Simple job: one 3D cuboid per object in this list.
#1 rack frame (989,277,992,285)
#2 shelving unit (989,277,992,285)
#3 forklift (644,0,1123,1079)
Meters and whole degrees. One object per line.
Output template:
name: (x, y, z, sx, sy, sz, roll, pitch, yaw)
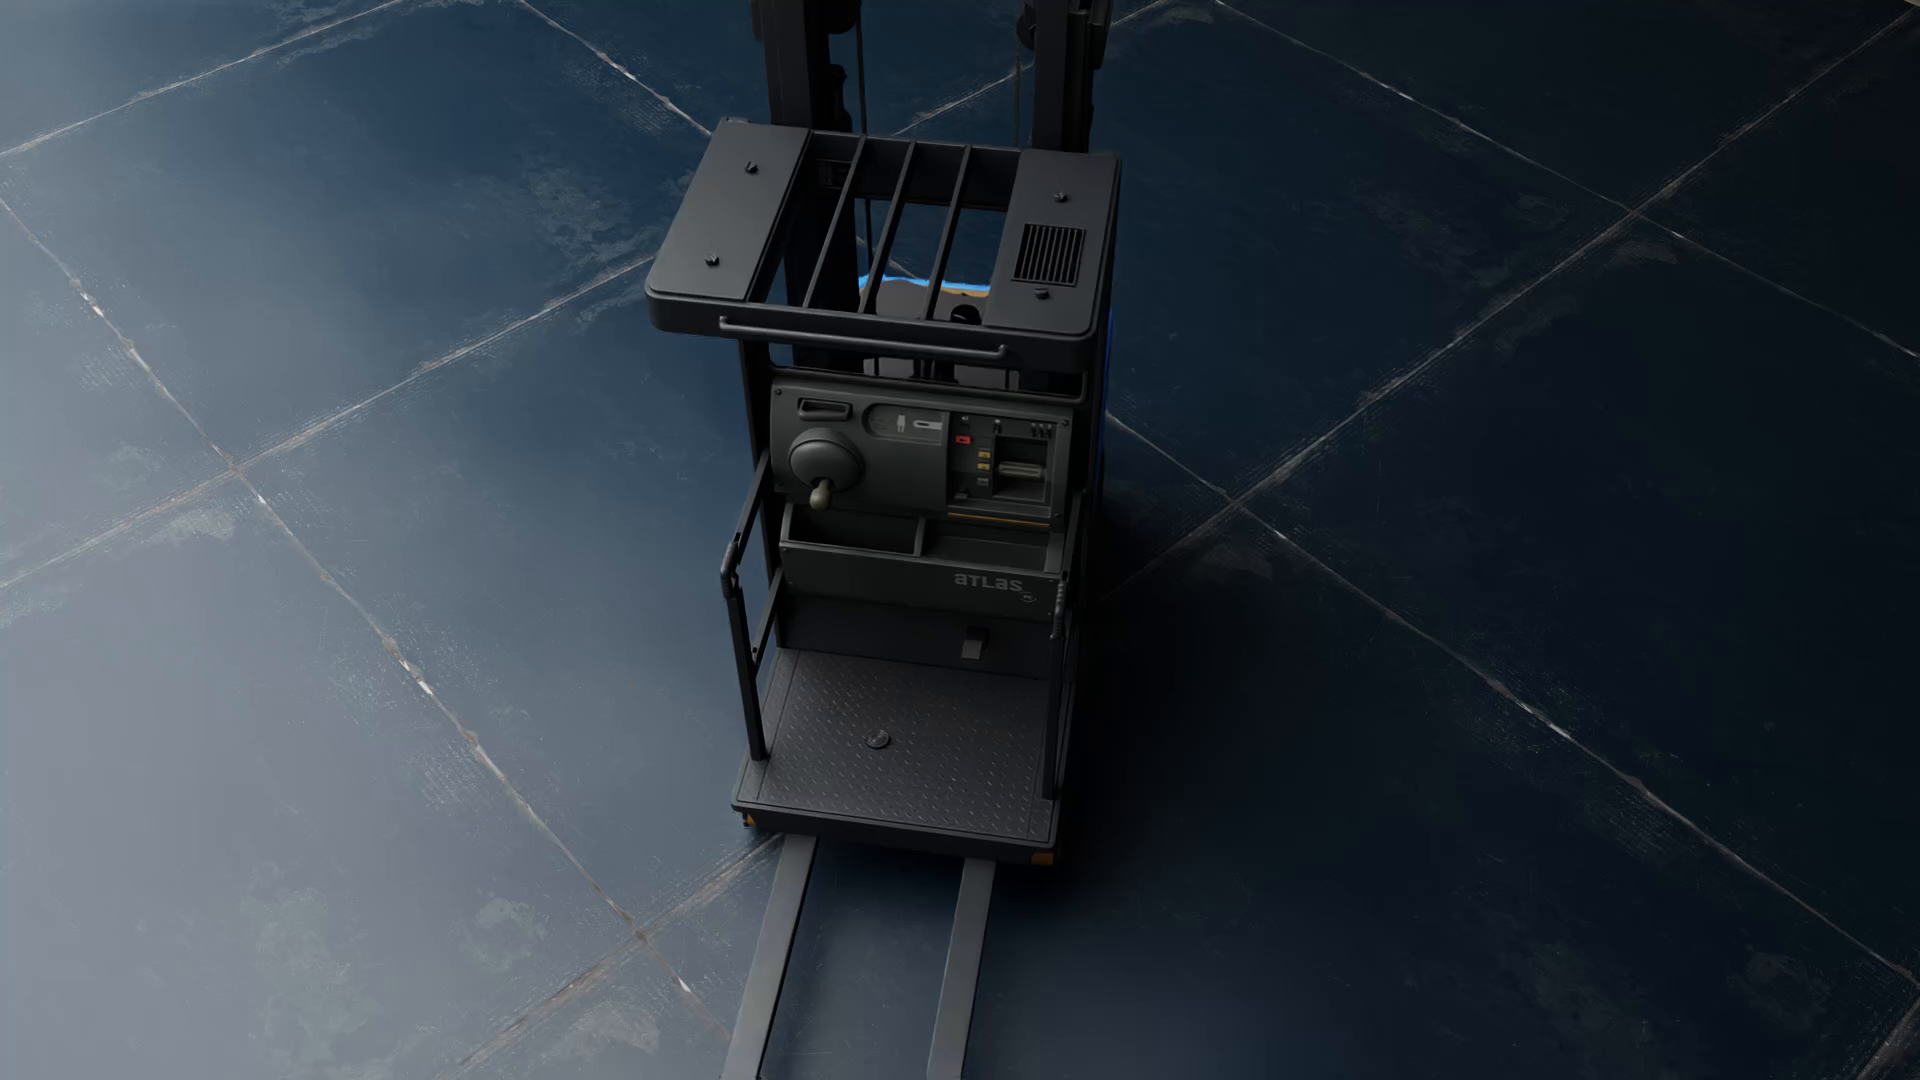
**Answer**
rack frame: (0.015, -0.735, 6.869, 0.240, 0.900, 0.006, 7, 48, 6)
shelving unit: (-0.001, -0.661, 6.801, 0.258, 0.900, 0.210, 7, 48, 6)
forklift: (-0.155, -0.158, 4.955, 1.130, 2.935, 3.031, 7, 48, 6)
